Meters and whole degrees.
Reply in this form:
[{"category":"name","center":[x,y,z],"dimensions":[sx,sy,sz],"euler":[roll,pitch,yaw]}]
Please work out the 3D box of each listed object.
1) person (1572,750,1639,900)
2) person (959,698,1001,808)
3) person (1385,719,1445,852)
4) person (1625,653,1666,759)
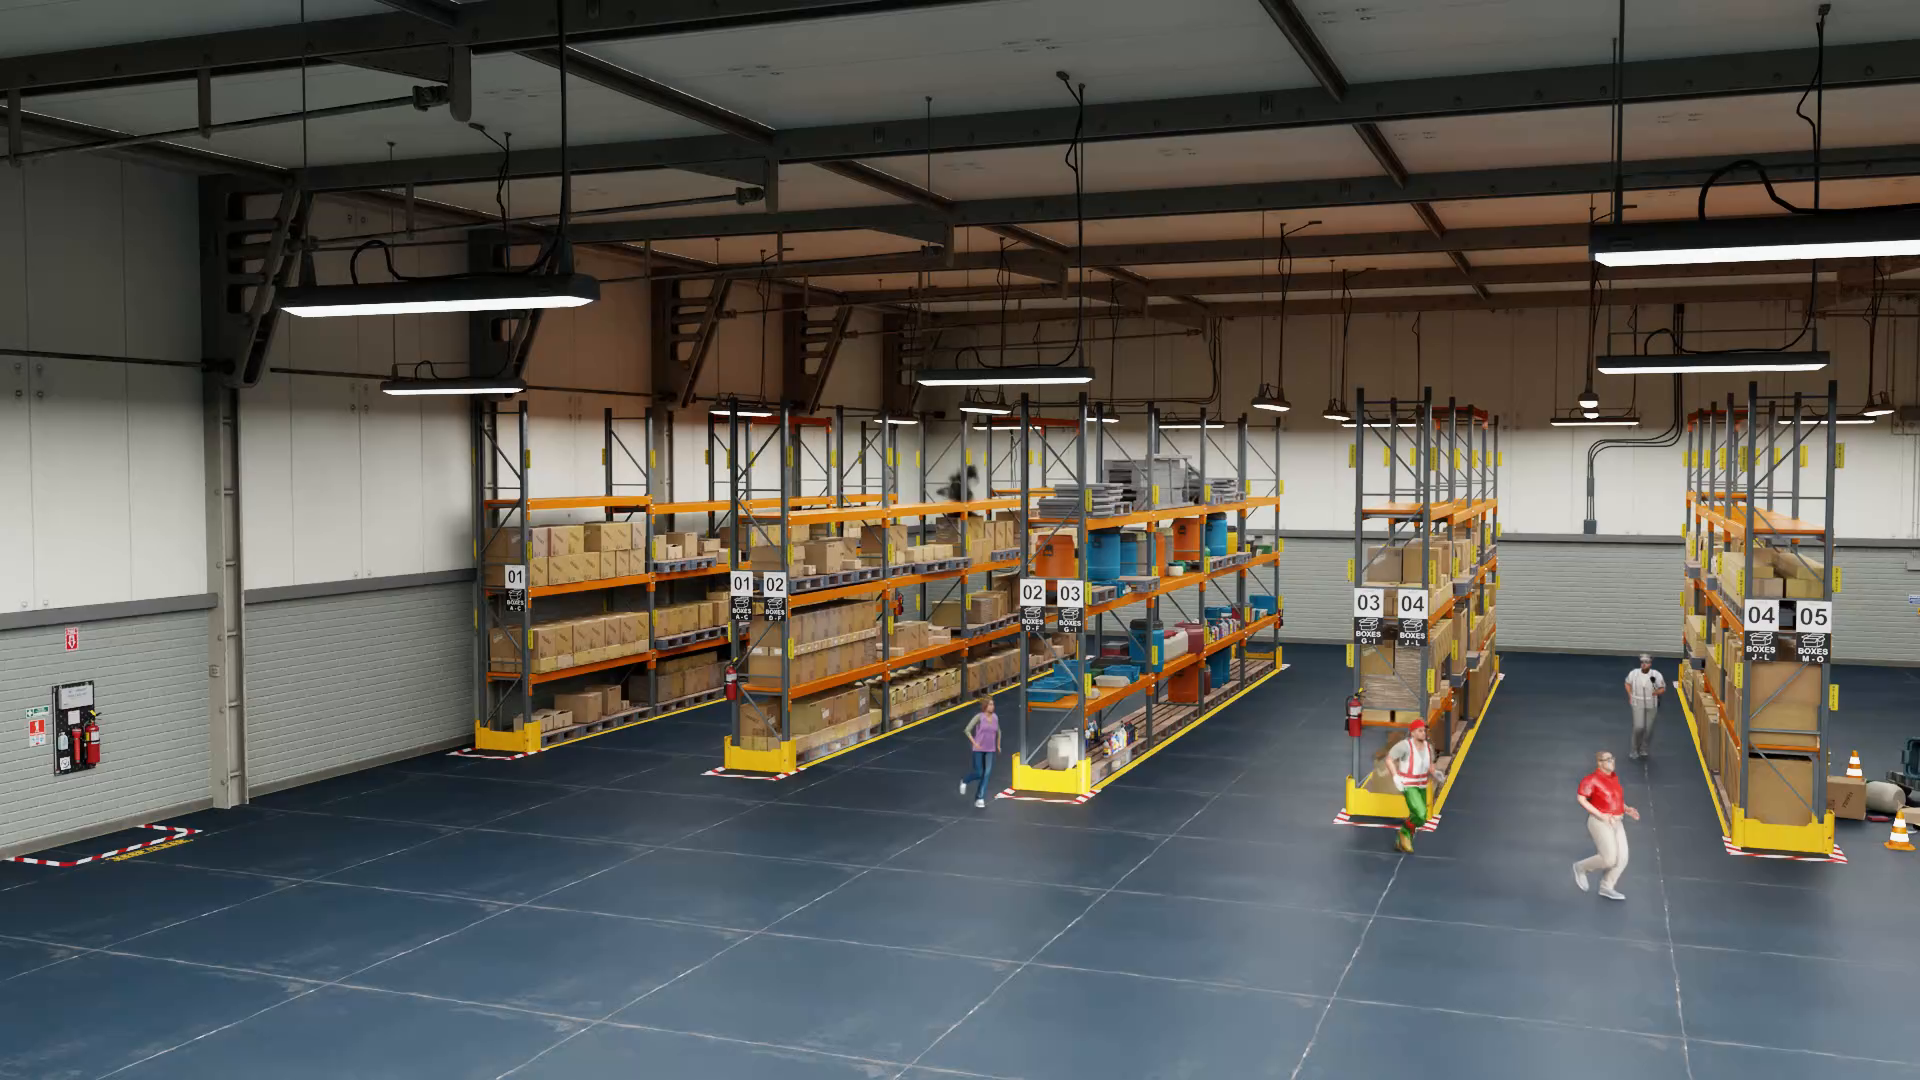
[{"category":"person","center":[7.354,3.236,18.968],"dimensions":[0.661,1.673,0.627],"euler":[-2,3,-34]},{"category":"person","center":[0.355,3.063,24.162],"dimensions":[0.598,1.544,0.670],"euler":[-1,3,-27]},{"category":"person","center":[5.759,3.115,21.009],"dimensions":[0.629,1.722,0.692],"euler":[-1,3,-26]},{"category":"person","center":[11.421,2.787,27.701],"dimensions":[0.631,1.811,0.709],"euler":[1,3,19]}]
